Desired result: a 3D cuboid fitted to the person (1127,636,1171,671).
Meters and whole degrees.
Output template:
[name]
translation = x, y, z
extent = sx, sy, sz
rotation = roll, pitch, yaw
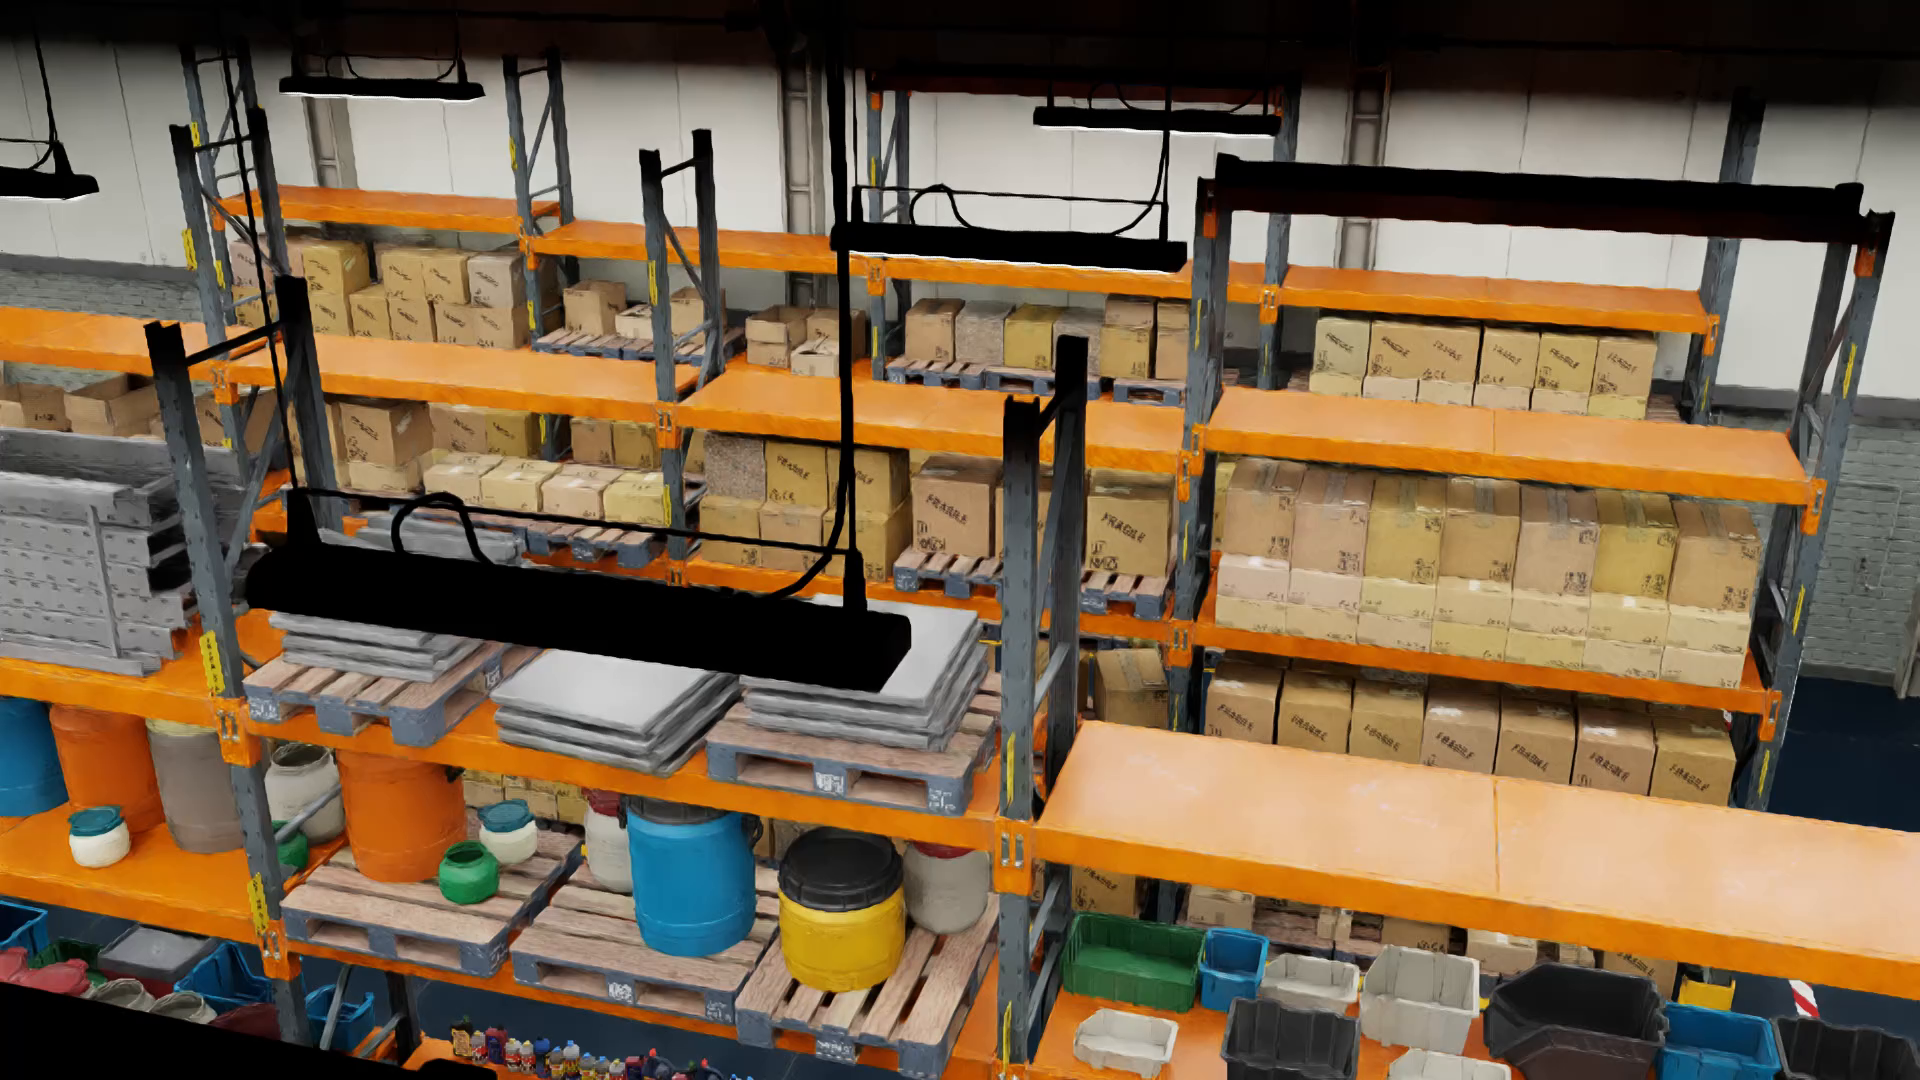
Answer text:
[person]
translation = 1.723, 1.165, 15.793
extent = 1.010, 1.559, 0.458
rotation = 6, 23, 14
